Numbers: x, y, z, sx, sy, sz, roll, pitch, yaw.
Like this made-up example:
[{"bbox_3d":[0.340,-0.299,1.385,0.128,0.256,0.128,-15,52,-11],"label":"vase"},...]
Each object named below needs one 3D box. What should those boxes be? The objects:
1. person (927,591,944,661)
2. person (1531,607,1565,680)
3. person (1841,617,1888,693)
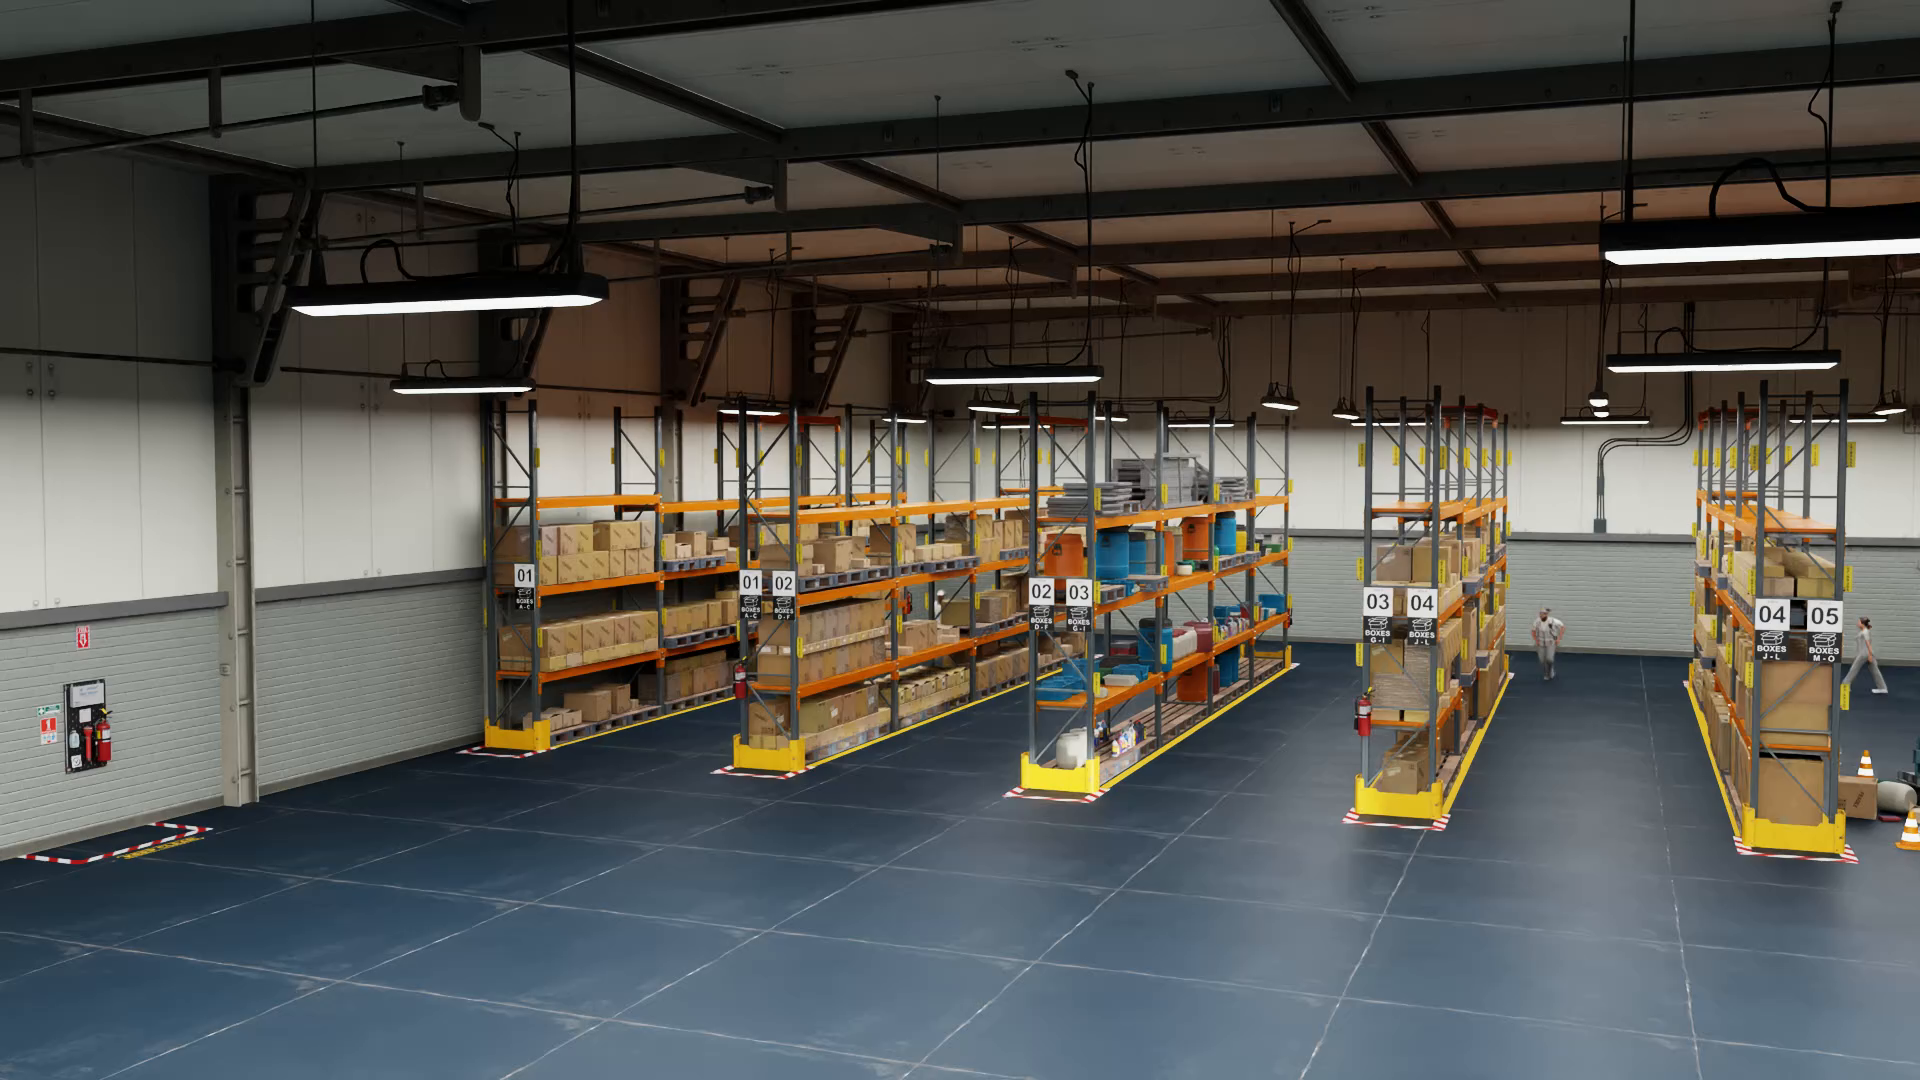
[{"bbox_3d":[-0.508,2.100,40.927,0.630,1.695,1.067,1,3,16],"label":"person"},{"bbox_3d":[13.229,2.323,37.393,0.715,1.680,0.714,2,3,30],"label":"person"},{"bbox_3d":[19.206,2.426,35.382,1.016,1.598,0.428,3,4,44],"label":"person"}]
